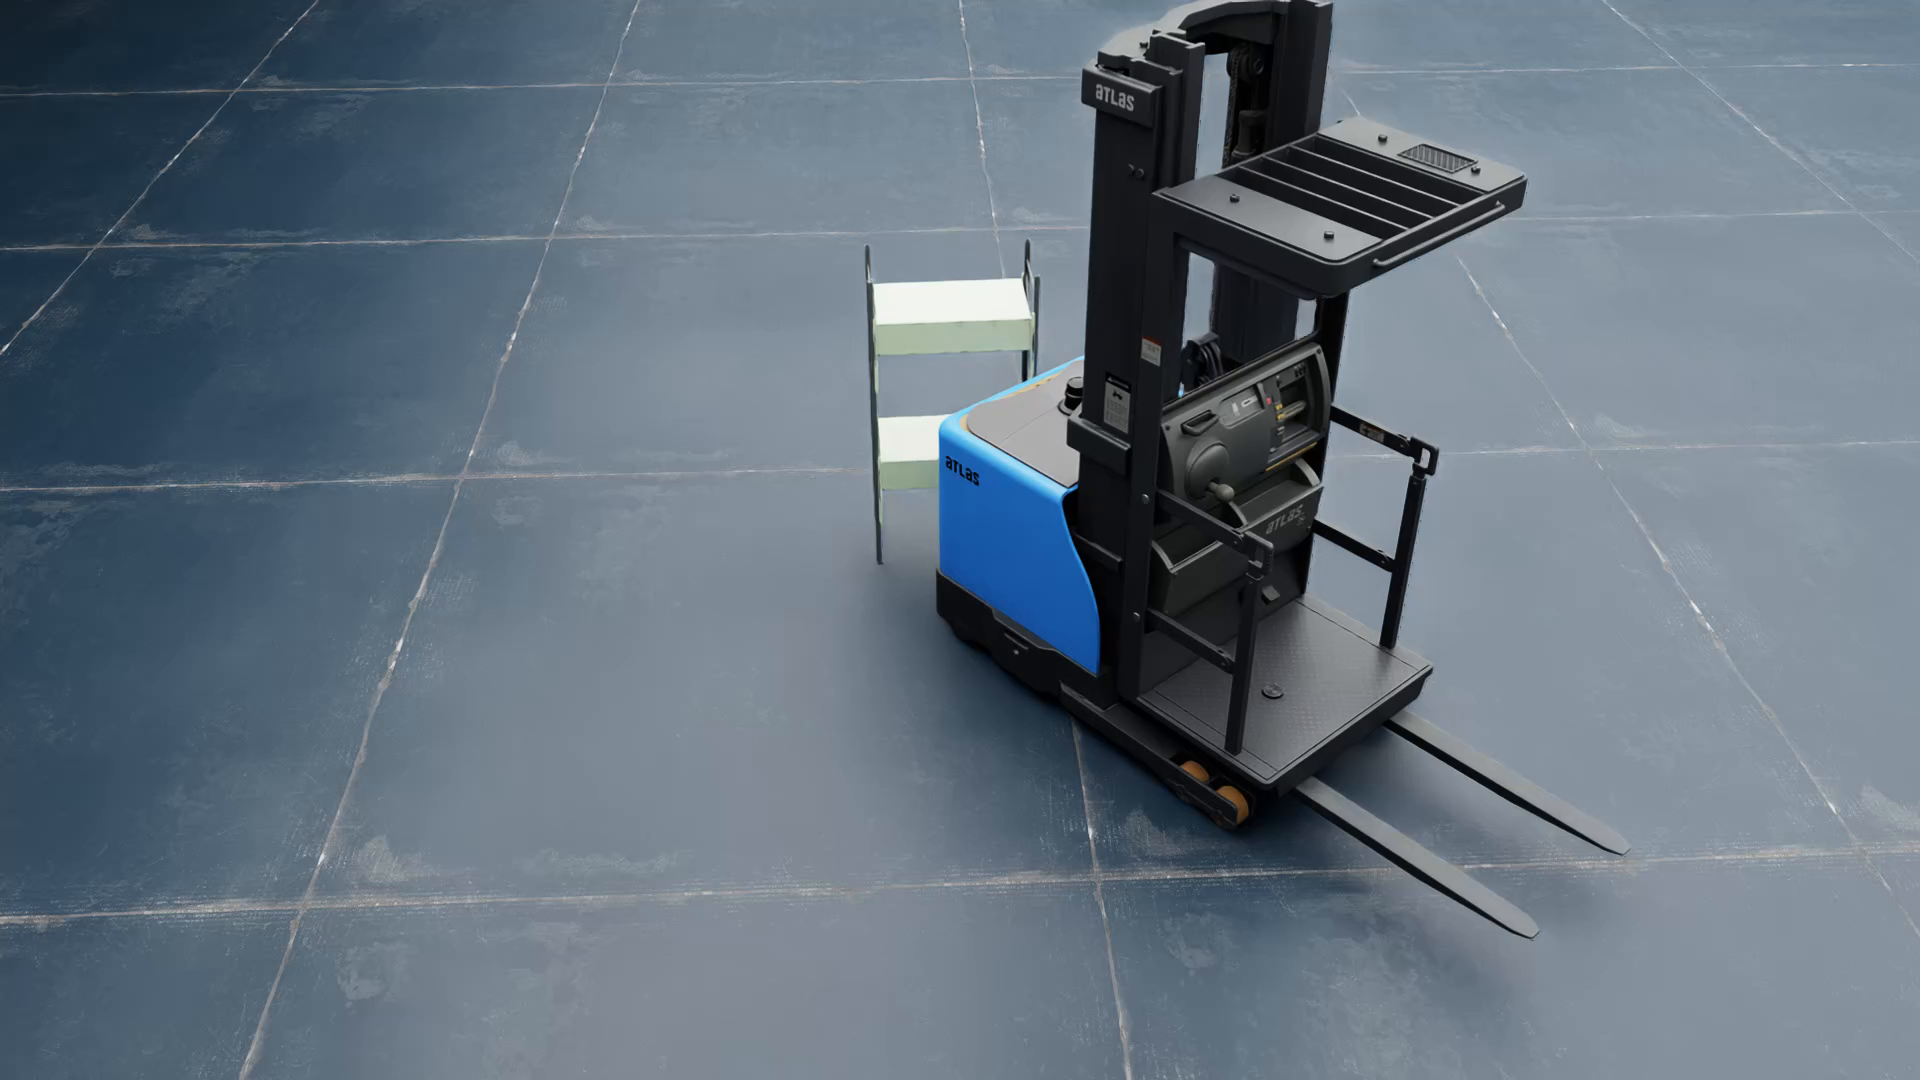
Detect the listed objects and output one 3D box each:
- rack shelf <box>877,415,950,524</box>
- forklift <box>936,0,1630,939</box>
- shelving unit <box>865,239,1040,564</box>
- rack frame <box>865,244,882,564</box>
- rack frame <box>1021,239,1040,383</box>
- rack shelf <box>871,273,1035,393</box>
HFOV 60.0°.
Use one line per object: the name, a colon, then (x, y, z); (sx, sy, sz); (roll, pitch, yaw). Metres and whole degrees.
rack shelf: (-0.042, -0.363, 8.030); (0.720, 0.370, 0.431); (-3, 35, -4)
forklift: (1.247, -0.392, 6.240); (1.130, 2.935, 3.031); (-27, 43, -33)
shelving unit: (-0.042, -0.631, 7.844); (0.755, 1.500, 0.431); (-3, 35, -4)
rack frame: (-0.407, -0.615, 7.821); (0.023, 1.500, 0.400); (-3, 35, -4)
rack frame: (0.323, -0.648, 7.868); (0.023, 1.500, 0.400); (-3, 35, -4)
rack shelf: (-0.042, -0.952, 7.622); (0.720, 0.370, 0.431); (-3, 35, -4)
